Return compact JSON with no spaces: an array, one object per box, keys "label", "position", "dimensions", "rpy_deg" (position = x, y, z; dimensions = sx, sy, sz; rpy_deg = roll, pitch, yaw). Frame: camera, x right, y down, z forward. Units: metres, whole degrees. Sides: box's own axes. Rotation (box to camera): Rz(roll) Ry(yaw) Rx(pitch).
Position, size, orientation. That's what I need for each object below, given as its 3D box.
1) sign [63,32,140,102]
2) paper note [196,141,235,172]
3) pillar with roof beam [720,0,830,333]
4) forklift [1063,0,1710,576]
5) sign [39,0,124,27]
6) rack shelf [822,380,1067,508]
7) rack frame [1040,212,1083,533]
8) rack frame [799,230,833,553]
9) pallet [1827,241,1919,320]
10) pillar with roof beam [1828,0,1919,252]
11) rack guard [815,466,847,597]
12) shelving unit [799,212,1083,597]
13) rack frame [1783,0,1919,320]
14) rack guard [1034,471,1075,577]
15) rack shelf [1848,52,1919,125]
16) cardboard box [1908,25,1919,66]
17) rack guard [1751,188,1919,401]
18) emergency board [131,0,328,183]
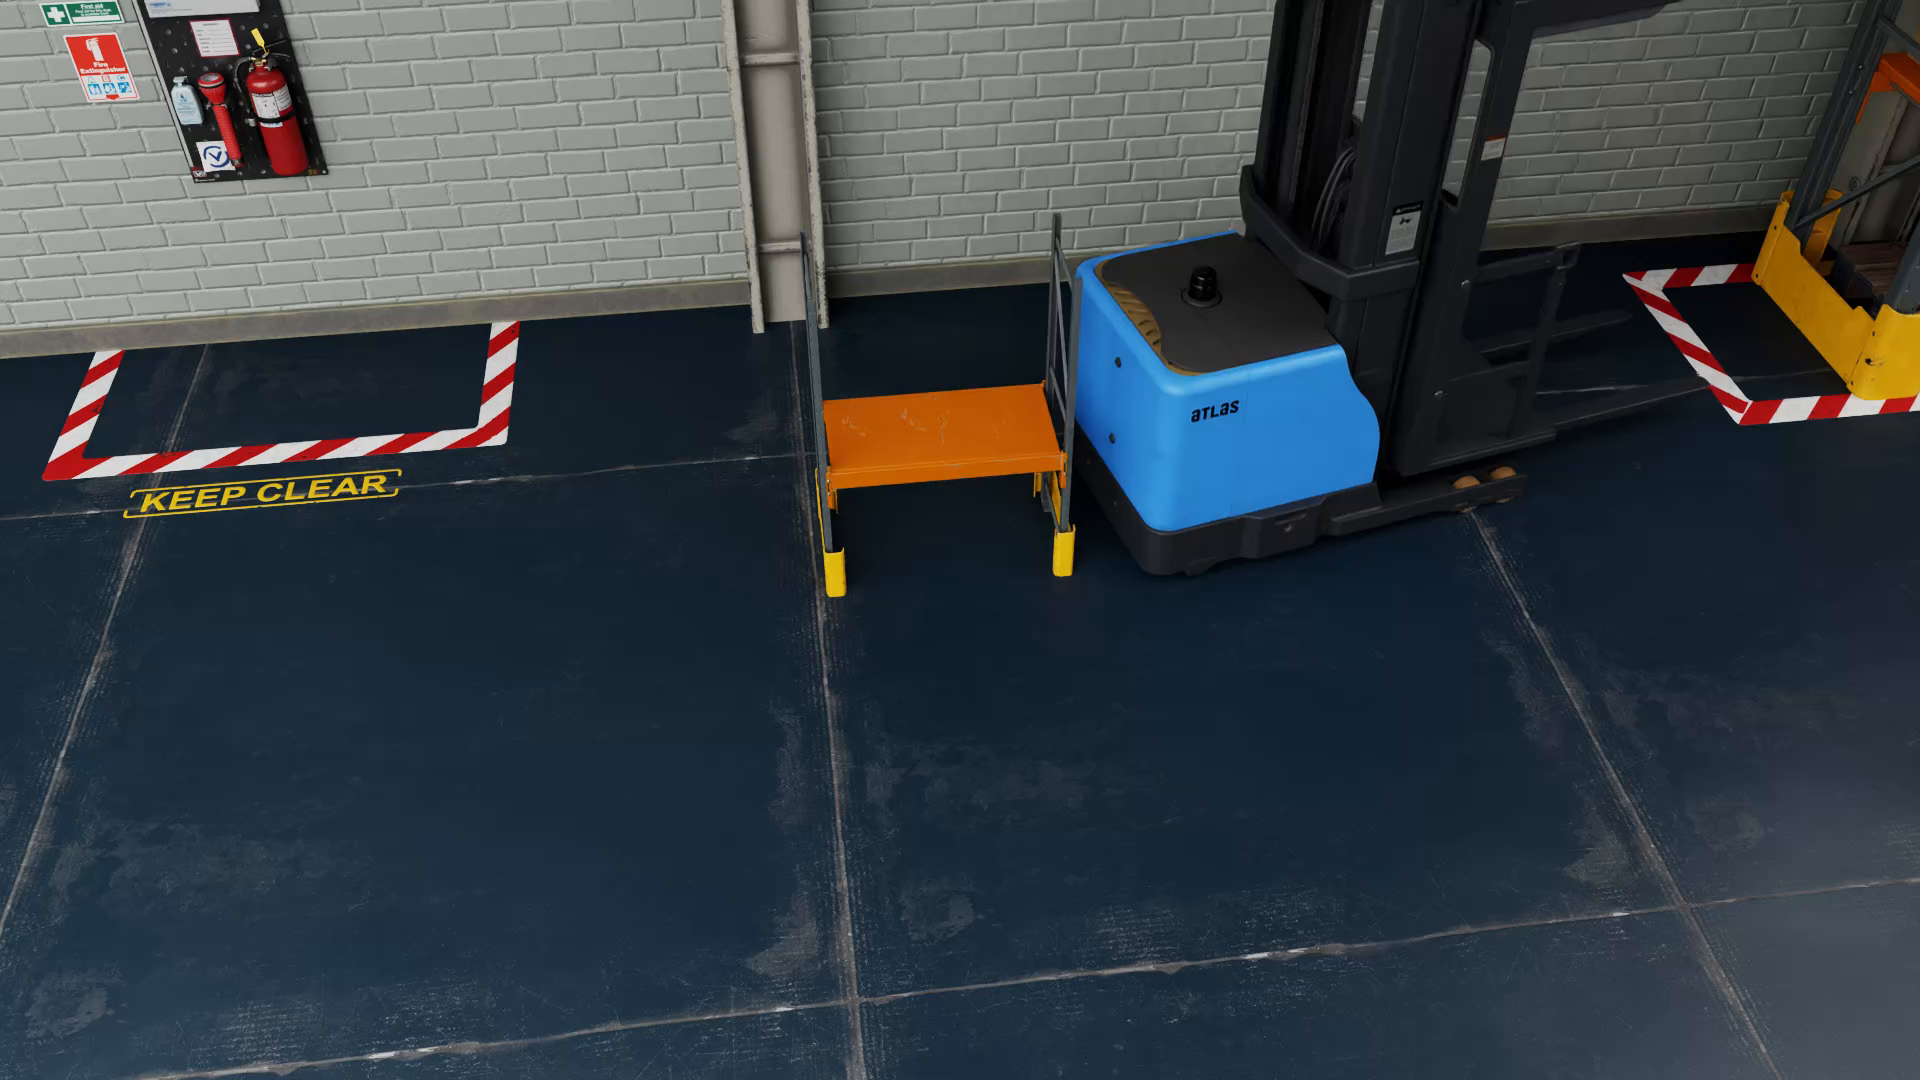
[{"label":"sign","position":[-3.915,-2.155,7.588],"dimensions":[0.234,0.329,0.001],"rpy_deg":[-5,42,-6]},{"label":"paper note","position":[-3.538,-1.824,7.906],"dimensions":[0.142,0.148,0.016],"rpy_deg":[-5,42,-6]},{"label":"pillar with roof beam","position":[-0.340,-1.679,2.608],"dimensions":[0.400,9.000,9.100],"rpy_deg":[-5,42,-6]},{"label":"forklift","position":[2.059,-1.536,6.979],"dimensions":[3.031,2.935,1.130],"rpy_deg":[-14,44,-15]},{"label":"sign","position":[-3.910,-2.346,7.404],"dimensions":[0.331,0.109,0.001],"rpy_deg":[-5,42,-6]},{"label":"rack shelf","position":[-0.085,-0.416,7.075],"dimensions":[1.000,0.185,0.538],"rpy_deg":[-5,42,-6]},{"label":"rack frame","position":[0.419,-0.594,7.004],"dimensions":[0.032,1.500,0.500],"rpy_deg":[-5,42,-6]},{"label":"rack frame","position":[-0.589,-0.505,6.906],"dimensions":[0.032,1.500,0.500],"rpy_deg":[-5,42,-6]},{"label":"pallet","position":[5.355,-1.214,8.654],"dimensions":[1.213,0.211,1.003],"rpy_deg":[-5,42,-6]},{"label":"pillar with roof beam","position":[5.609,-2.200,3.185],"dimensions":[0.400,9.000,9.100],"rpy_deg":[-5,42,-6]},{"label":"rack guard","position":[-0.569,-0.043,7.326],"dimensions":[0.087,0.250,0.587],"rpy_deg":[-5,42,-6]},{"label":"shelving unit","position":[-0.076,-0.550,6.955],"dimensions":[1.083,1.500,0.587],"rpy_deg":[-5,42,-6]},{"label":"rack frame","position":[4.469,-2.196,7.660],"dimensions":[0.127,3.000,1.000],"rpy_deg":[-5,42,-6]},{"label":"rack guard","position":[0.418,-0.129,7.422],"dimensions":[0.087,0.250,0.587],"rpy_deg":[-5,42,-6]},{"label":"rack shelf","position":[6.452,-2.102,8.094],"dimensions":[4.000,0.370,1.077],"rpy_deg":[-5,42,-6]},{"label":"cardboard box","position":[4.907,-2.317,7.891],"dimensions":[0.500,0.250,0.500],"rpy_deg":[-4,42,-5]},{"label":"rack guard","position":[4.544,-1.274,8.505],"dimensions":[0.348,0.500,1.175],"rpy_deg":[-5,42,-6]},{"label":"emergency board","position":[-3.354,-2.121,7.577],"dimensions":[0.643,1.169,0.194],"rpy_deg":[-5,42,-6]}]
